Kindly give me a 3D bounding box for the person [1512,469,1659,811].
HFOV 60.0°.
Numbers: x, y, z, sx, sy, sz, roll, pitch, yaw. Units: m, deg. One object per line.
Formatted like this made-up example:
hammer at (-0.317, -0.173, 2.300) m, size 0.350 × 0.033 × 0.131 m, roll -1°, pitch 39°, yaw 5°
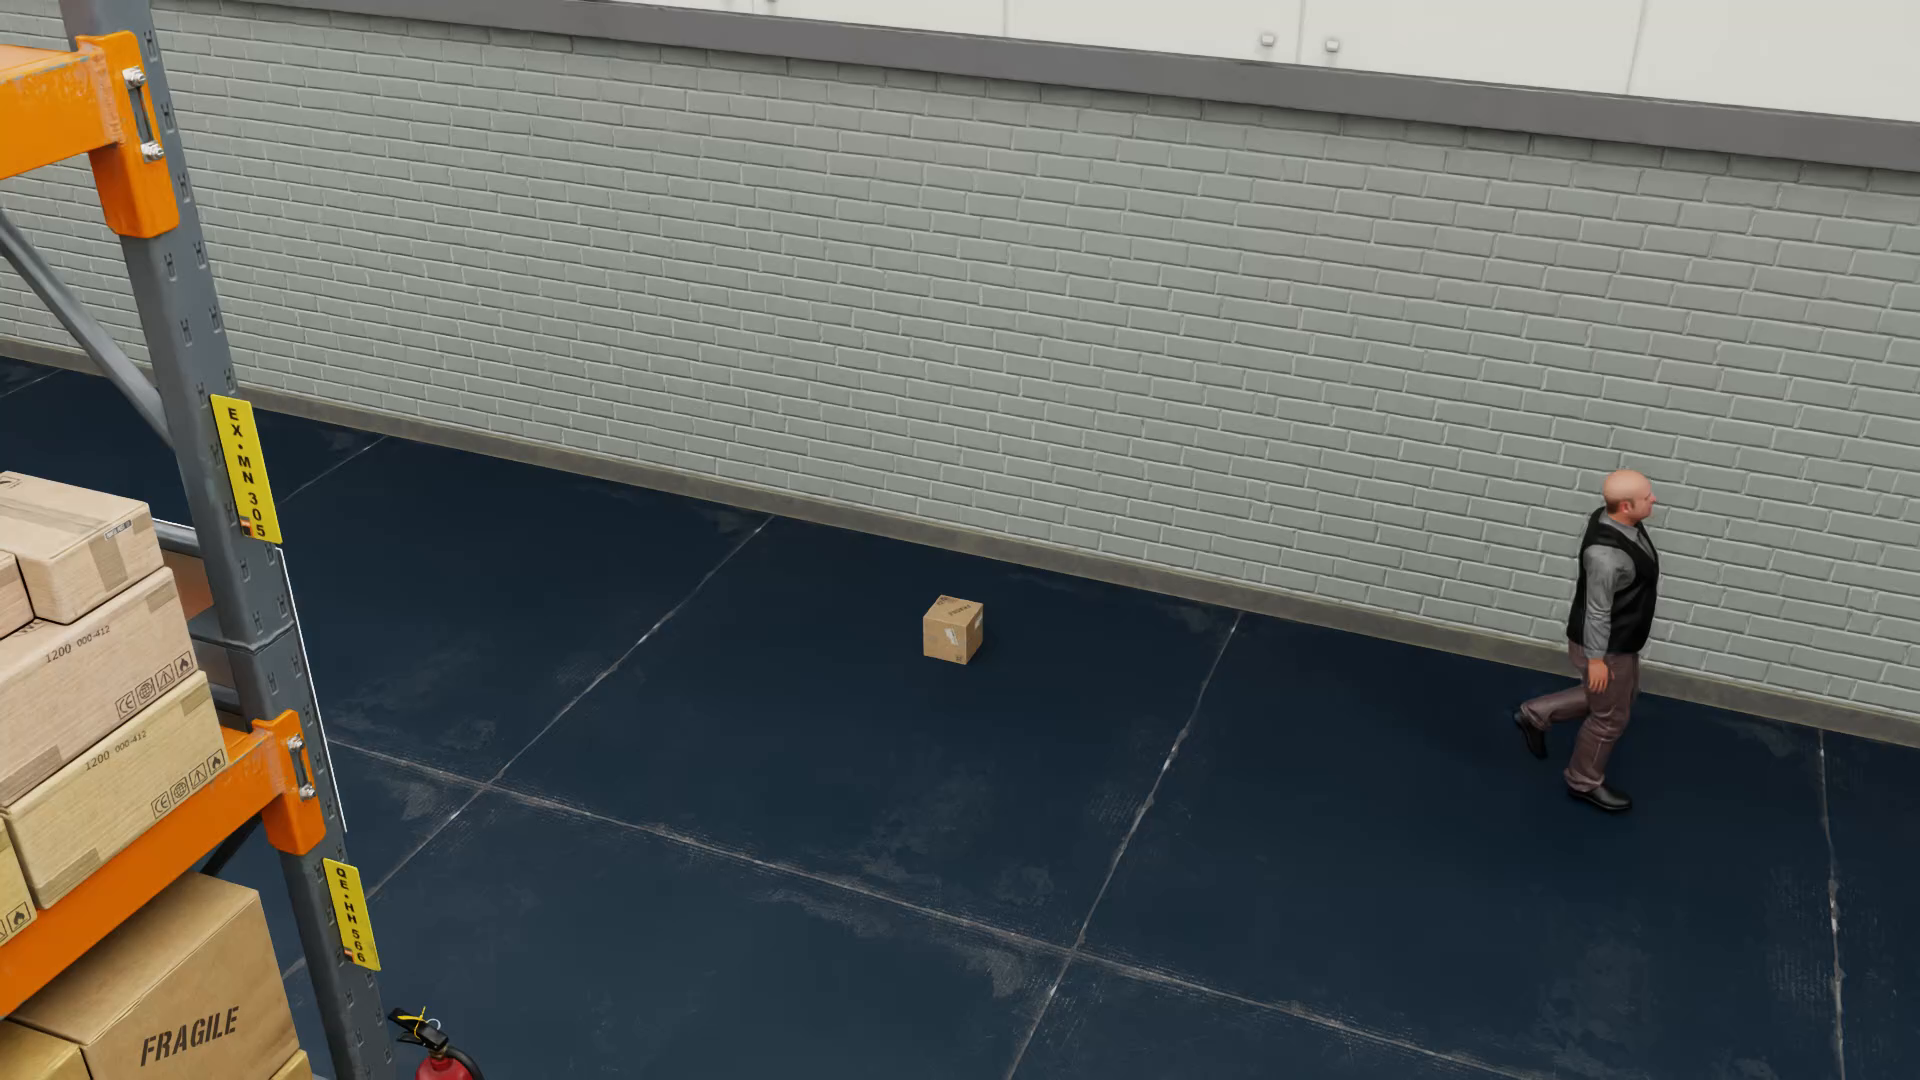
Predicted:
person at (2.923, 0.438, 7.612) m, size 0.621 × 1.706 × 0.541 m, roll 13°, pitch 32°, yaw 22°
